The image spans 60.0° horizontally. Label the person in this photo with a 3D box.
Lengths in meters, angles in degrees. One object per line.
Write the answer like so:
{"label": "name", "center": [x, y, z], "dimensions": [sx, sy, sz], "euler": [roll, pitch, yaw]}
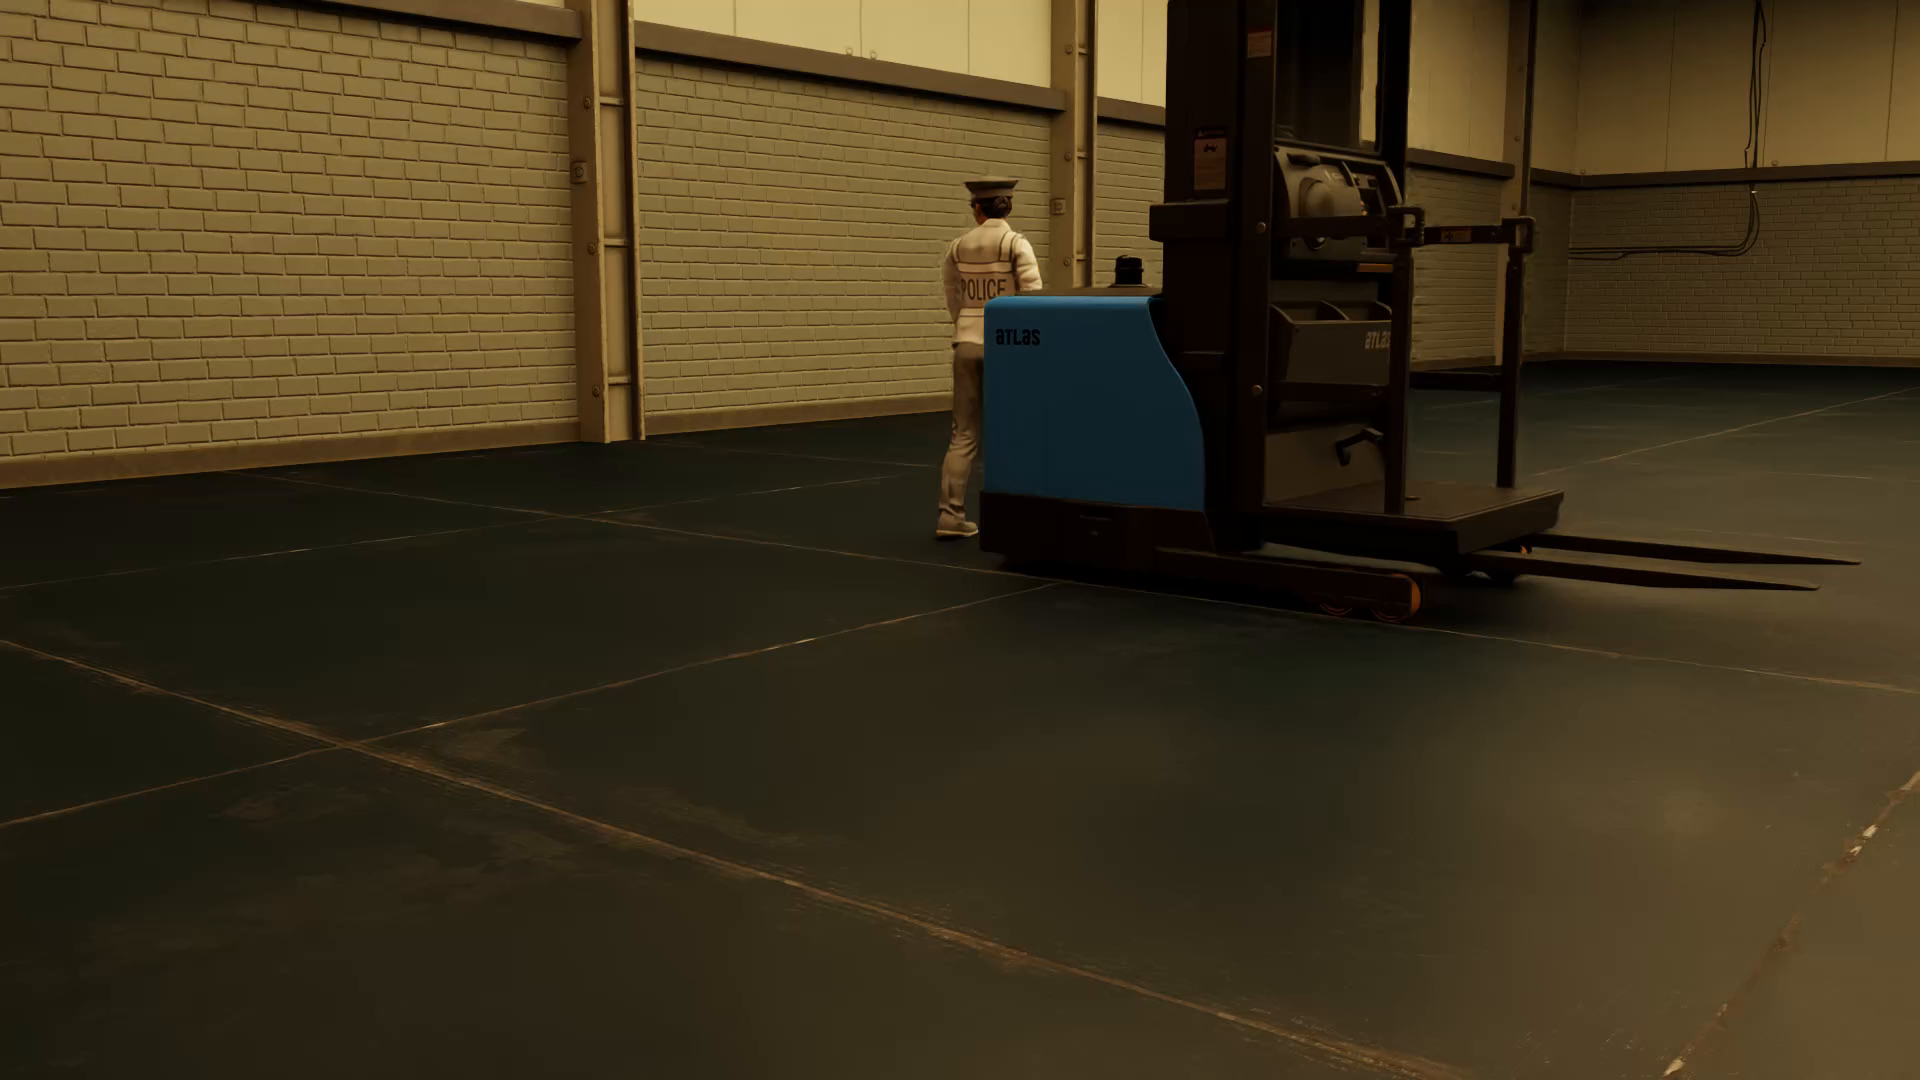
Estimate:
{"label": "person", "center": [0.225, -0.844, 7.612], "dimensions": [0.637, 1.618, 0.886], "euler": [5, 10, 29]}

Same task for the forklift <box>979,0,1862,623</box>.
{"label": "forklift", "center": [1.543, -1.261, 5.902], "dimensions": [3.031, 2.935, 1.130], "euler": [7, 11, 38]}
